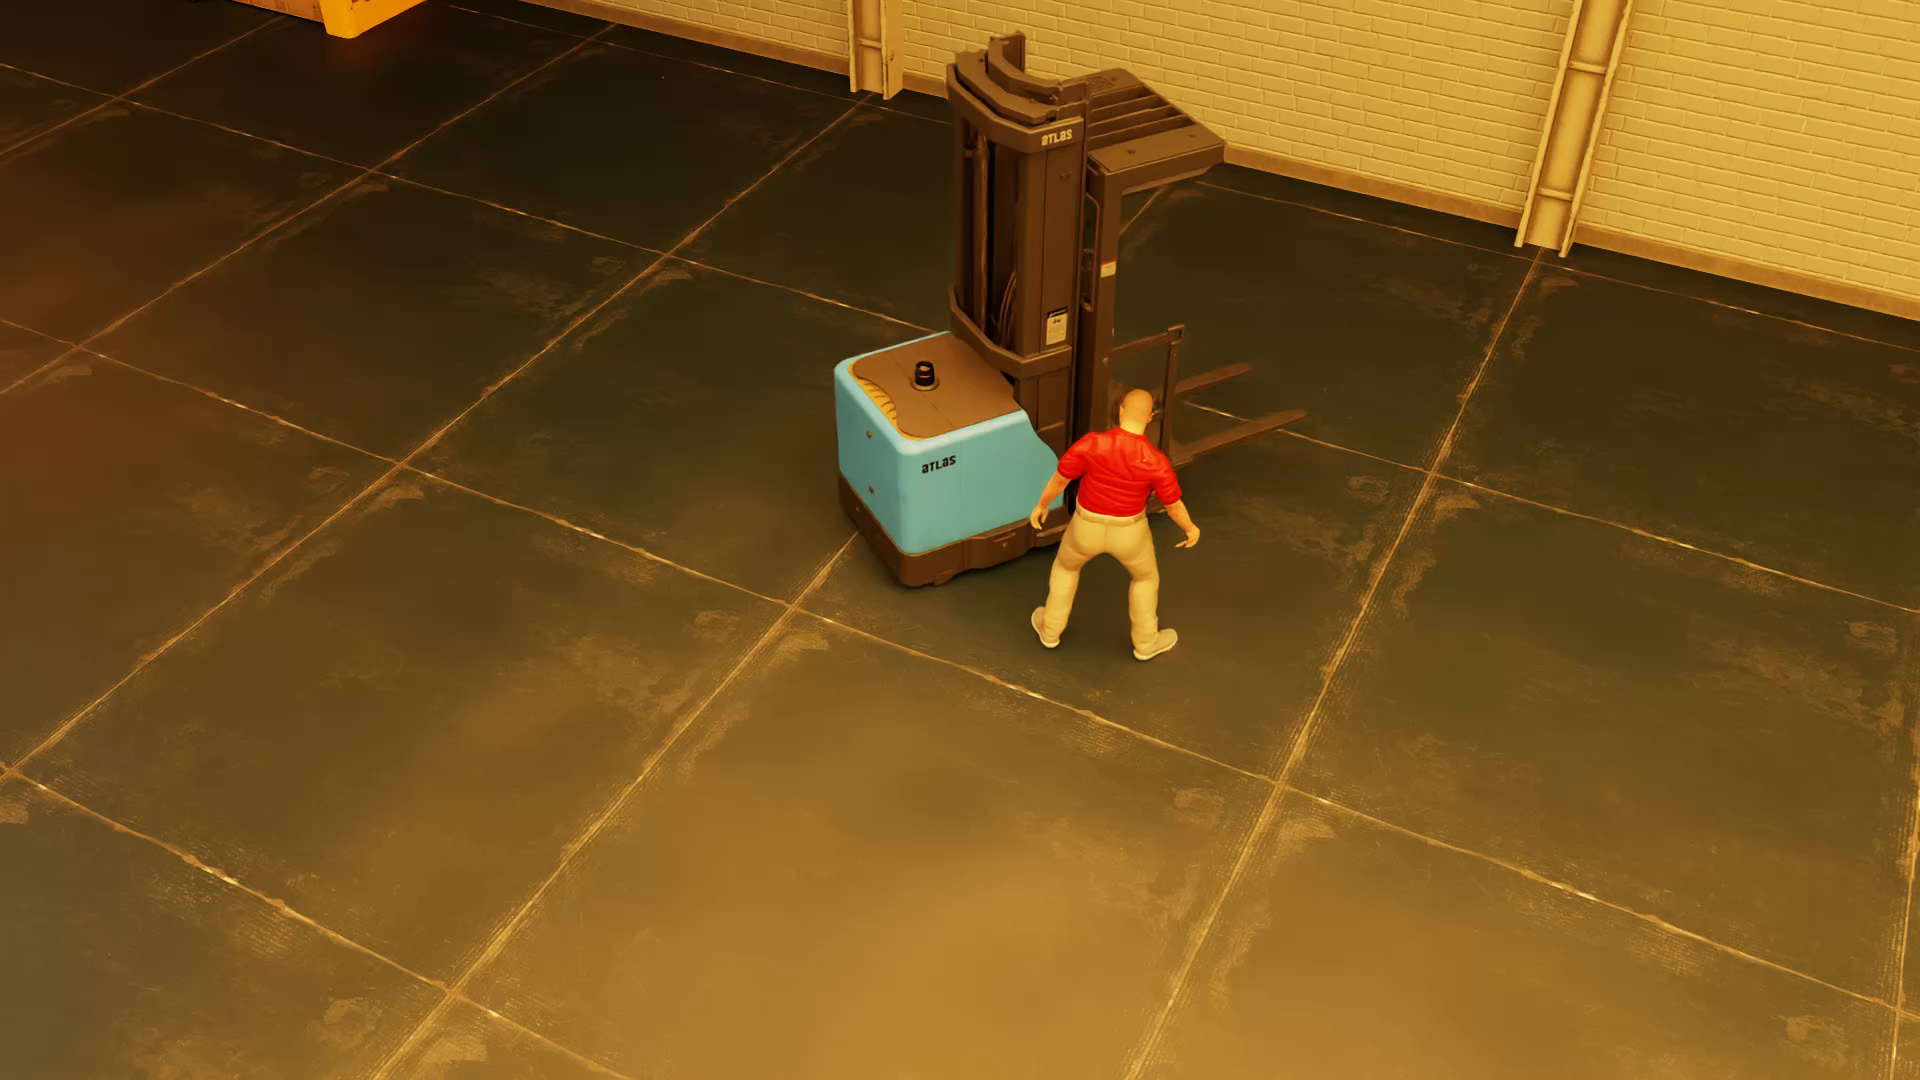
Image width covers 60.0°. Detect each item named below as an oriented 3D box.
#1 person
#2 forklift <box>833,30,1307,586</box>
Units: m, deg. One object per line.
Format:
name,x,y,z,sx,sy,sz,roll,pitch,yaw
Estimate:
person,0.844,-0.075,9.059,0.914,1.682,0.371,8,41,10
forklift,0.783,-1.519,9.790,3.031,2.935,1.130,-19,44,-21
